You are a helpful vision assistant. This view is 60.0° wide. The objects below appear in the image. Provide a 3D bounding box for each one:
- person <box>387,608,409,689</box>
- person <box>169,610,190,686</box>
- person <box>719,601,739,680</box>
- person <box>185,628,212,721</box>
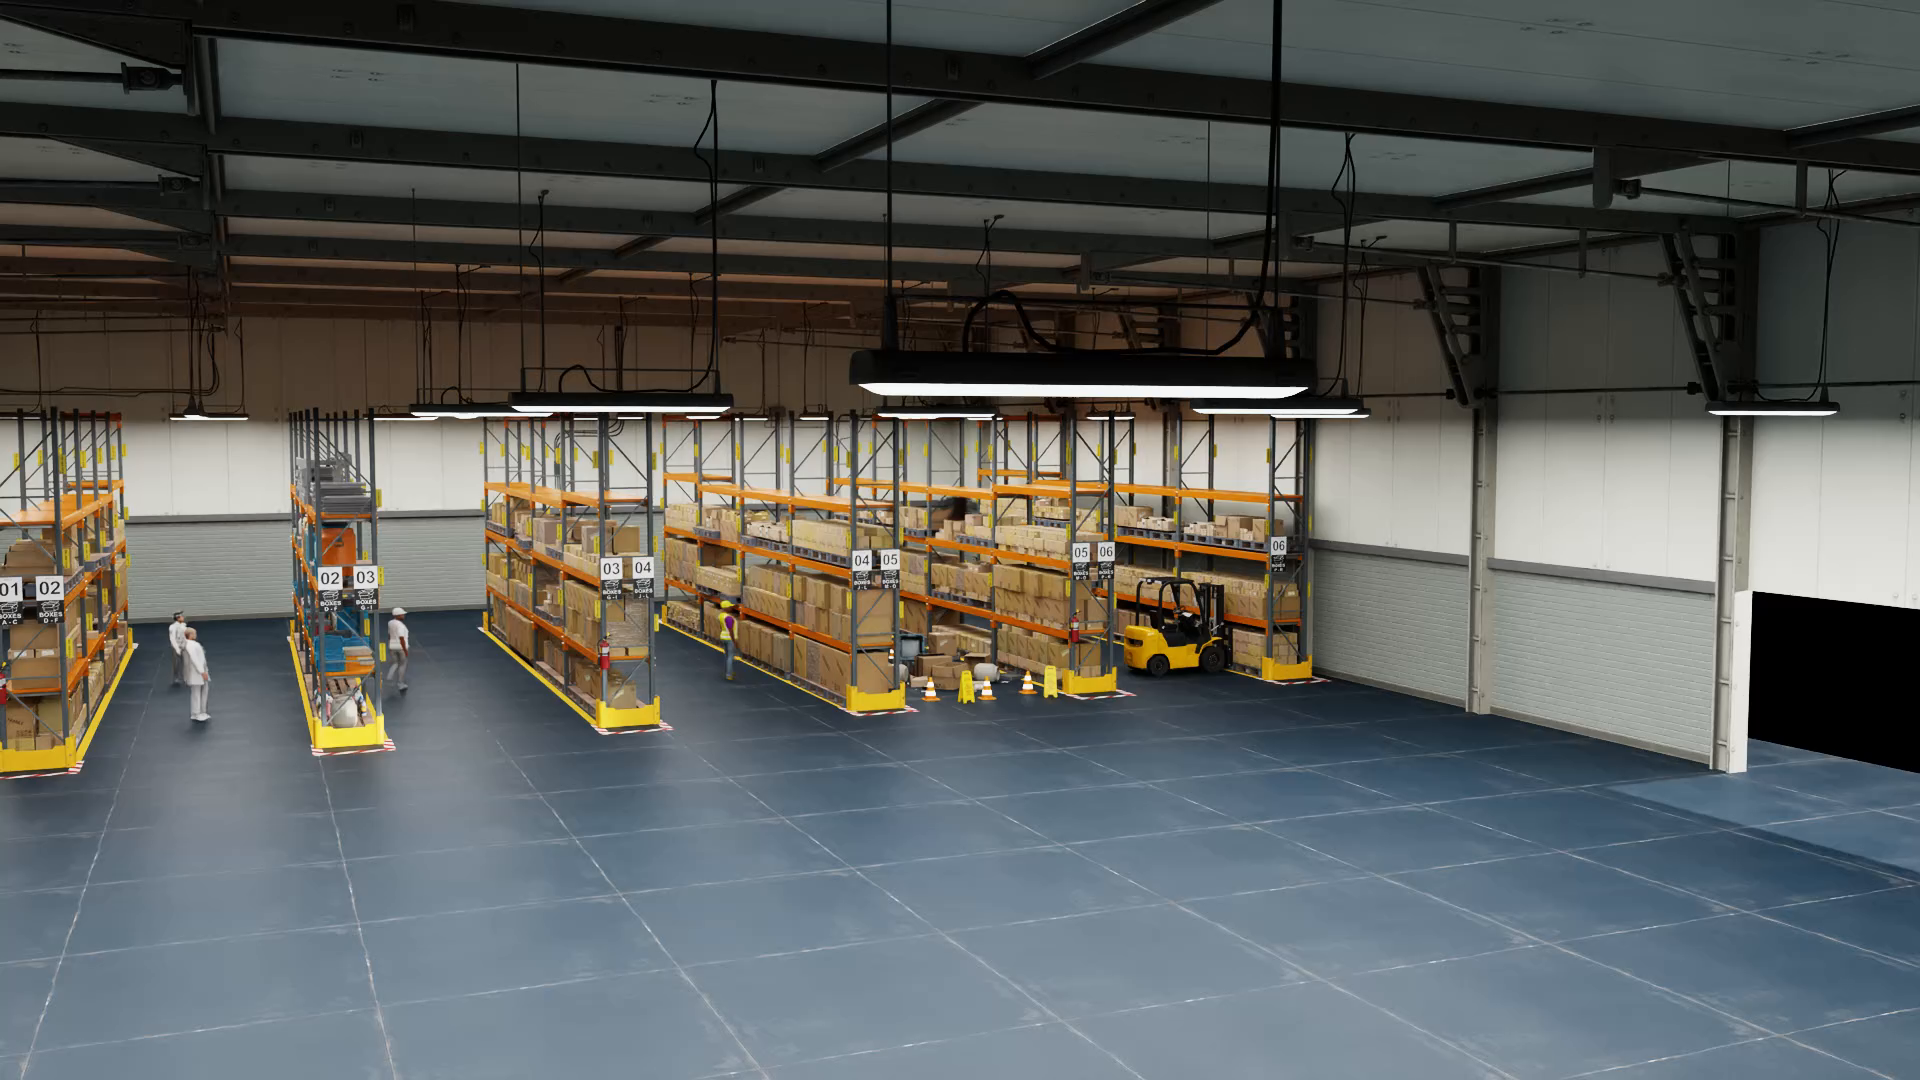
[{"bbox_3d":[-12.080,2.328,35.684,0.546,1.760,0.543,1,4,17],"label":"person"},{"bbox_3d":[-17.010,2.351,36.289,0.425,1.633,0.974,-2,5,-29],"label":"person"},{"bbox_3d":[-5.126,2.232,37.388,0.588,1.759,0.592,4,6,43],"label":"person"},{"bbox_3d":[-14.730,2.606,32.194,0.576,1.831,0.673,0,4,1],"label":"person"}]
